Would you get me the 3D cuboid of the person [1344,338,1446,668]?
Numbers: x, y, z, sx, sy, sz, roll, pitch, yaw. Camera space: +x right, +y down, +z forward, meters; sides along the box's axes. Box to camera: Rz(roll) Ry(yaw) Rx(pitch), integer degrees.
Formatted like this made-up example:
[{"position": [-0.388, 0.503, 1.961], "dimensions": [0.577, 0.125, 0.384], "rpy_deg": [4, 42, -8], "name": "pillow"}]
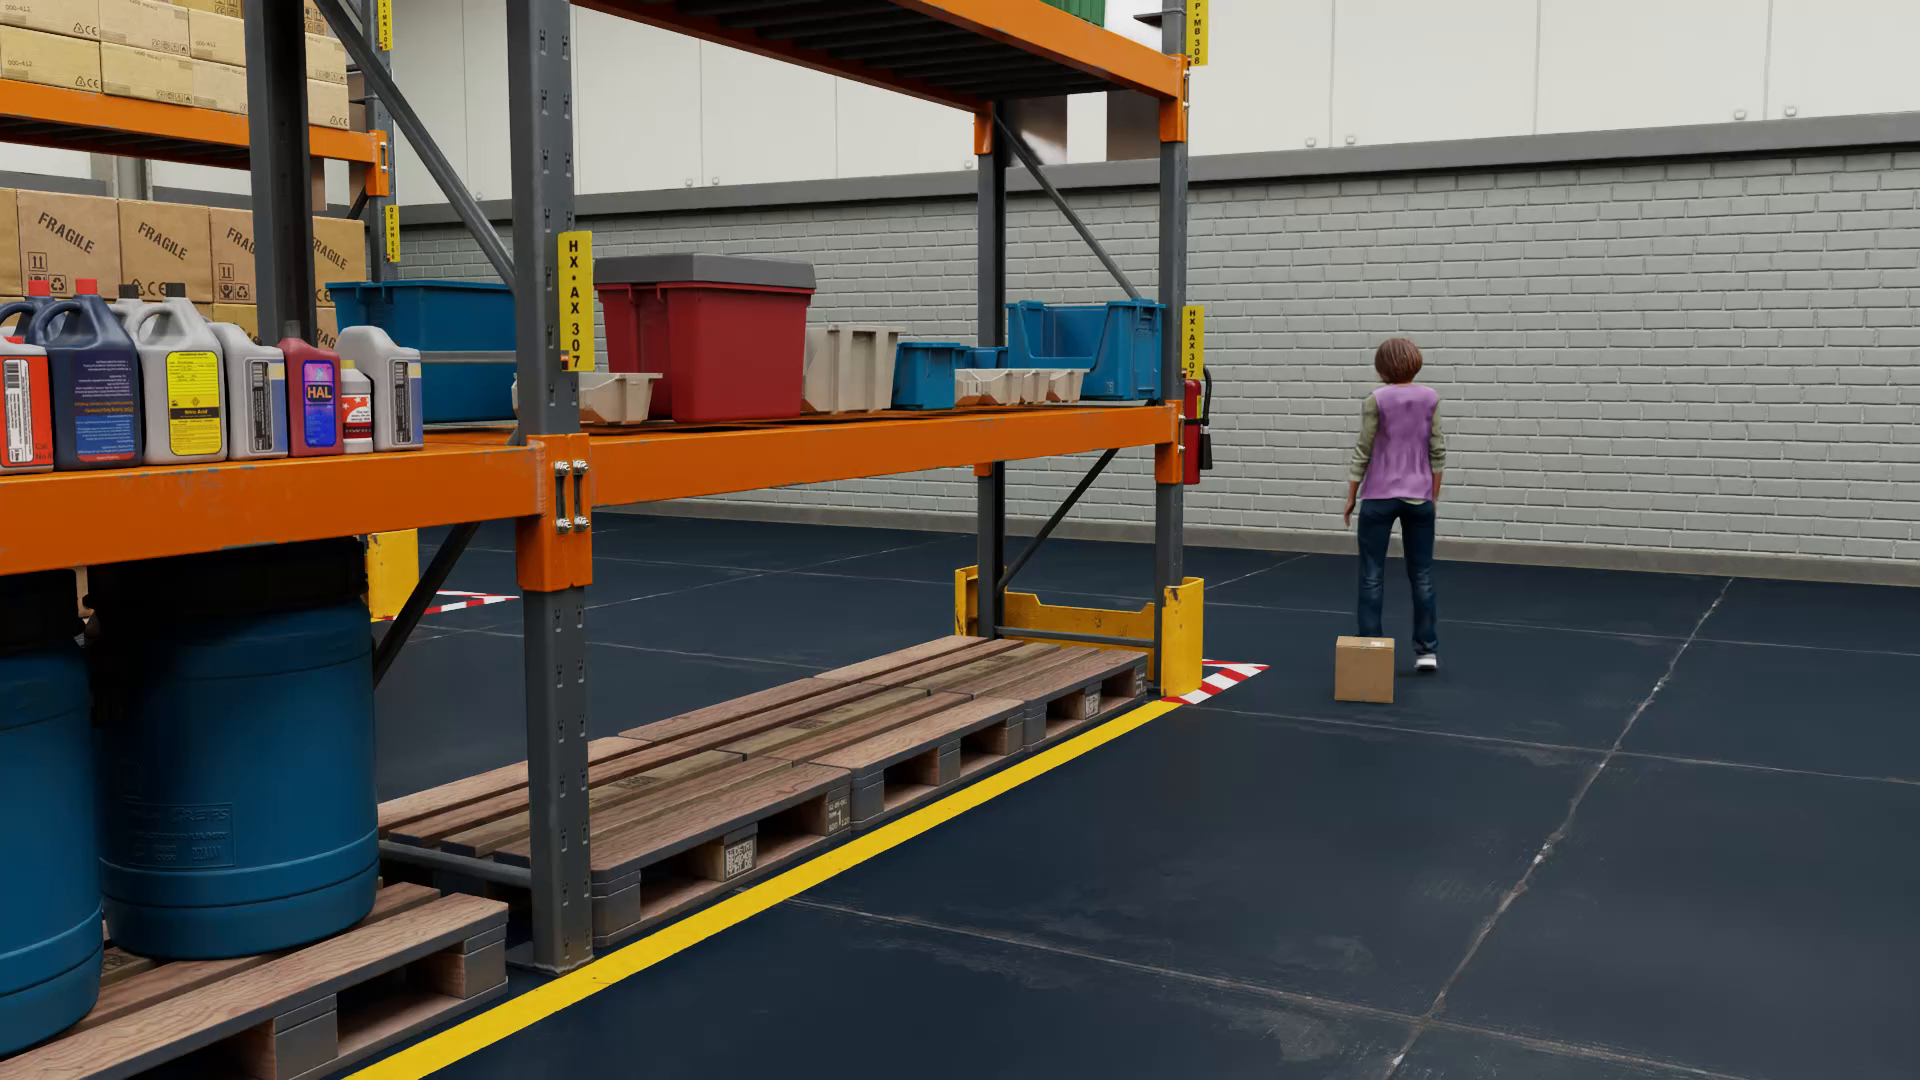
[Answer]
[{"position": [2.103, -0.158, 8.014], "dimensions": [0.476, 1.620, 0.340], "rpy_deg": [-1, 6, -5], "name": "person"}]
